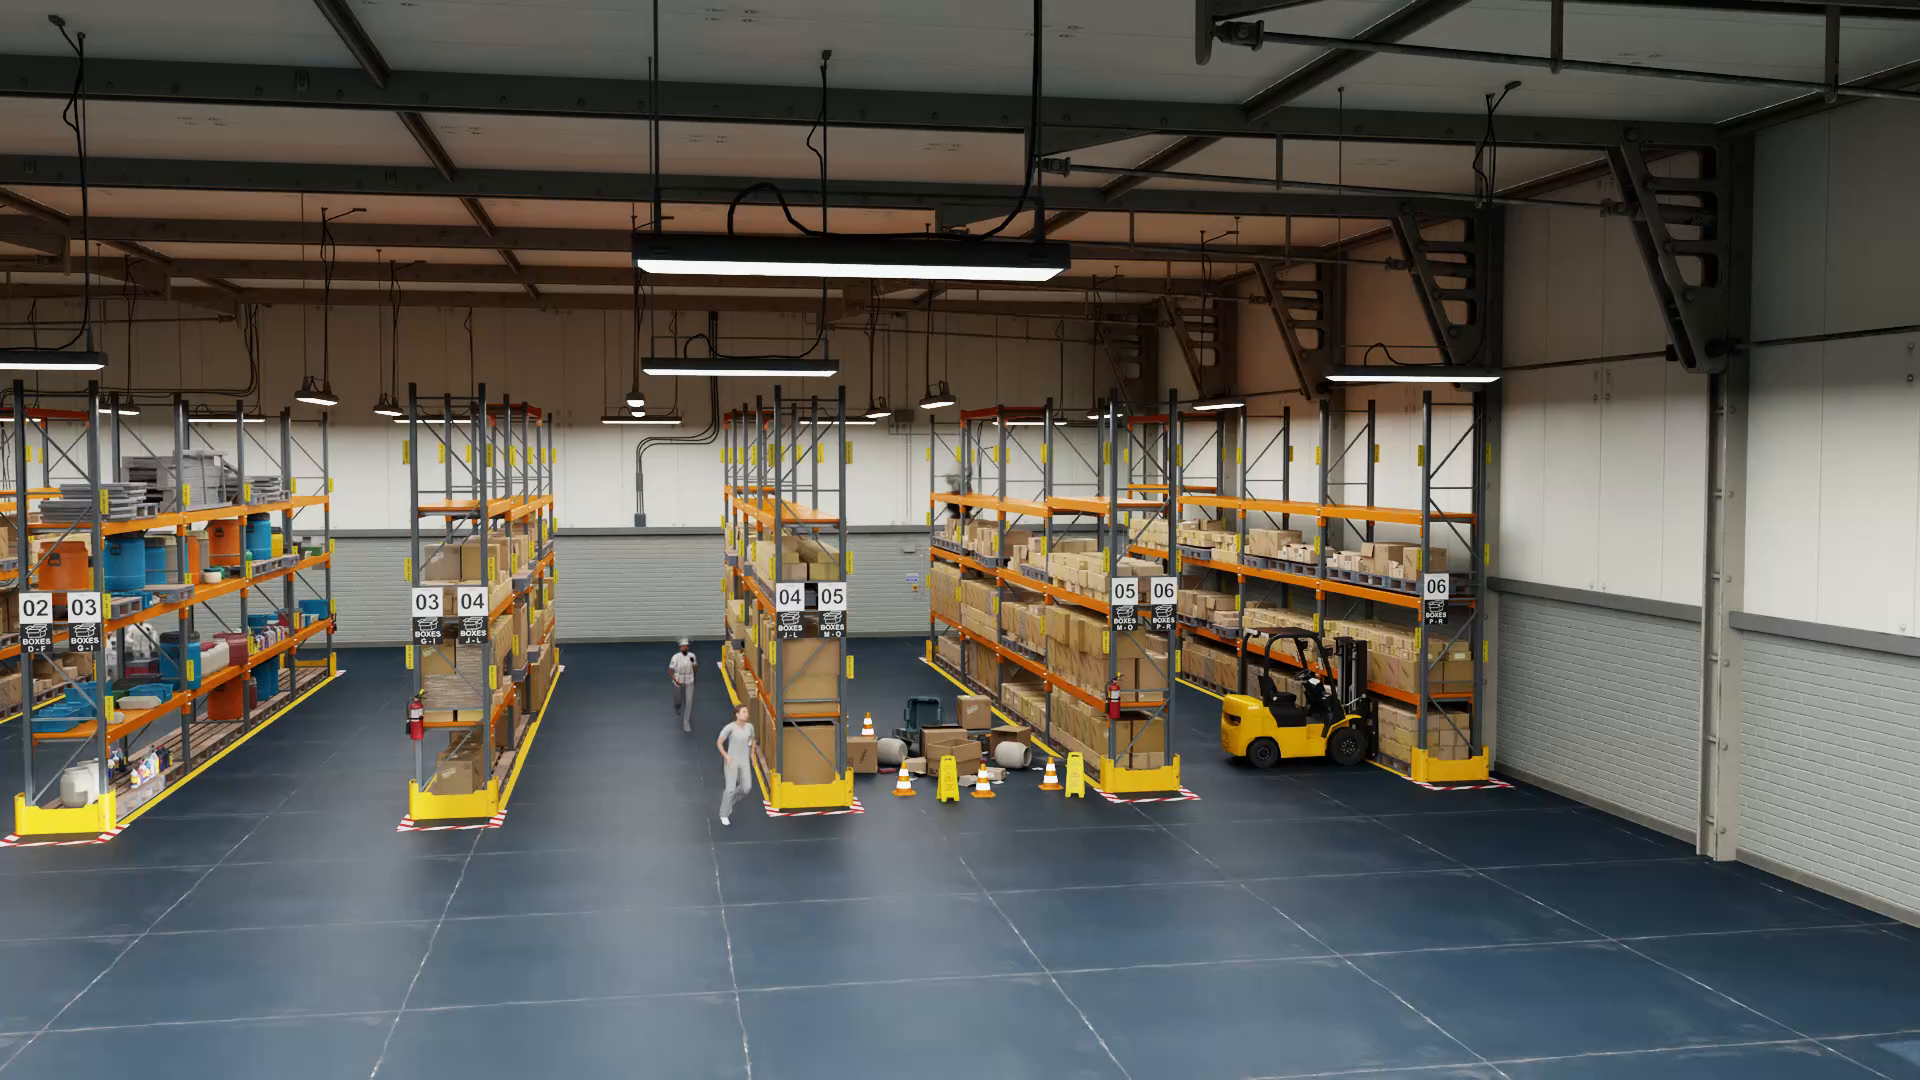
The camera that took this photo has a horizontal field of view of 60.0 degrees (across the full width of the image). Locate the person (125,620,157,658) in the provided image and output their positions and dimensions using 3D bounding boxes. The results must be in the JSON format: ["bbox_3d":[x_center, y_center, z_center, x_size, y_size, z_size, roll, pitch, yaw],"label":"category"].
[{"bbox_3d":[-17.365,2.361,35.239,0.602,1.708,0.885,-1,3,-23],"label":"person"}]

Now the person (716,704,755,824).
[{"bbox_3d":[-3.027,3.054,22.764,0.617,1.626,0.533,-2,3,-32],"label":"person"}]

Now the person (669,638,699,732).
[{"bbox_3d":[-5.074,2.646,30.578,0.557,1.688,0.961,-1,3,-13],"label":"person"}]

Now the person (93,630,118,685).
[{"bbox_3d":[-16.670,2.489,32.564,0.597,1.719,0.841,-1,3,-21],"label":"person"}]
